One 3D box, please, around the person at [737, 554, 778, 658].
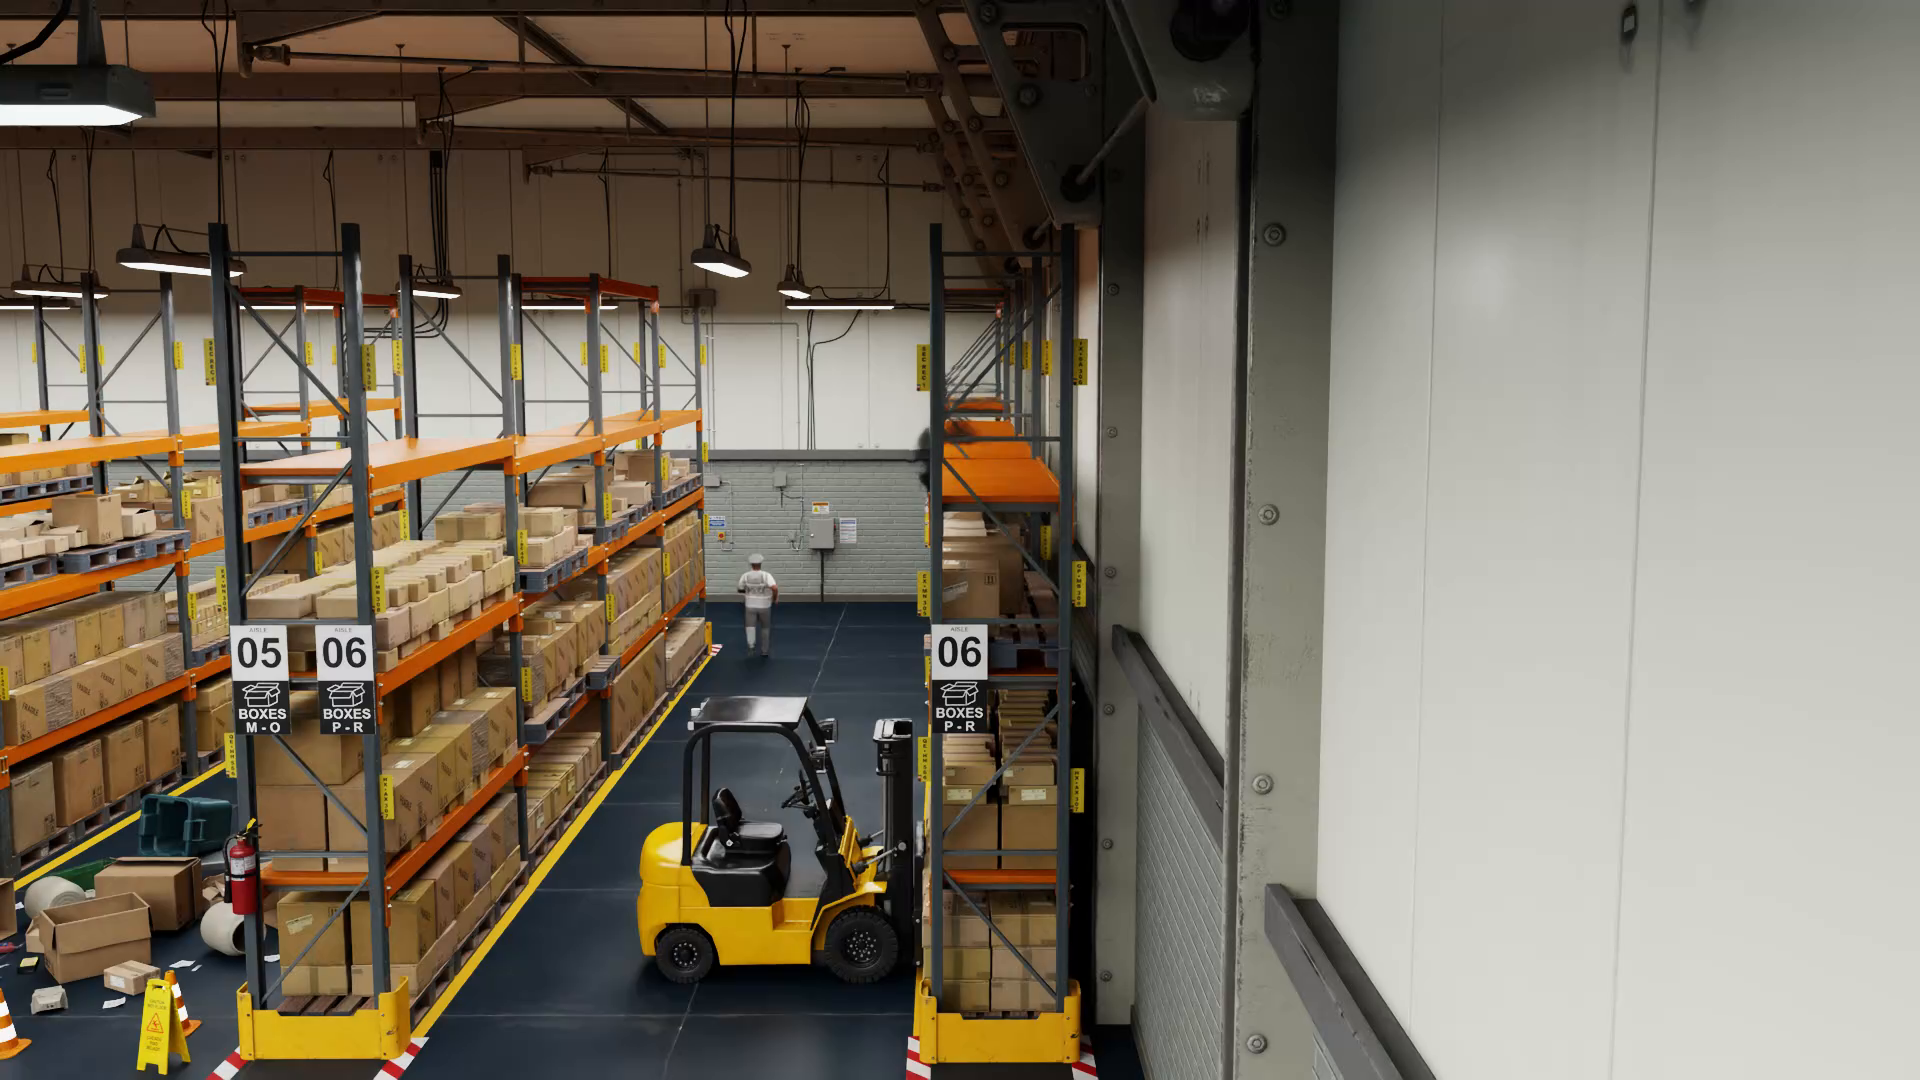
[{"bbox_3d":[-3.322,1.084,27.459,0.694,1.743,0.920,0,7,0],"label":"person"}]
